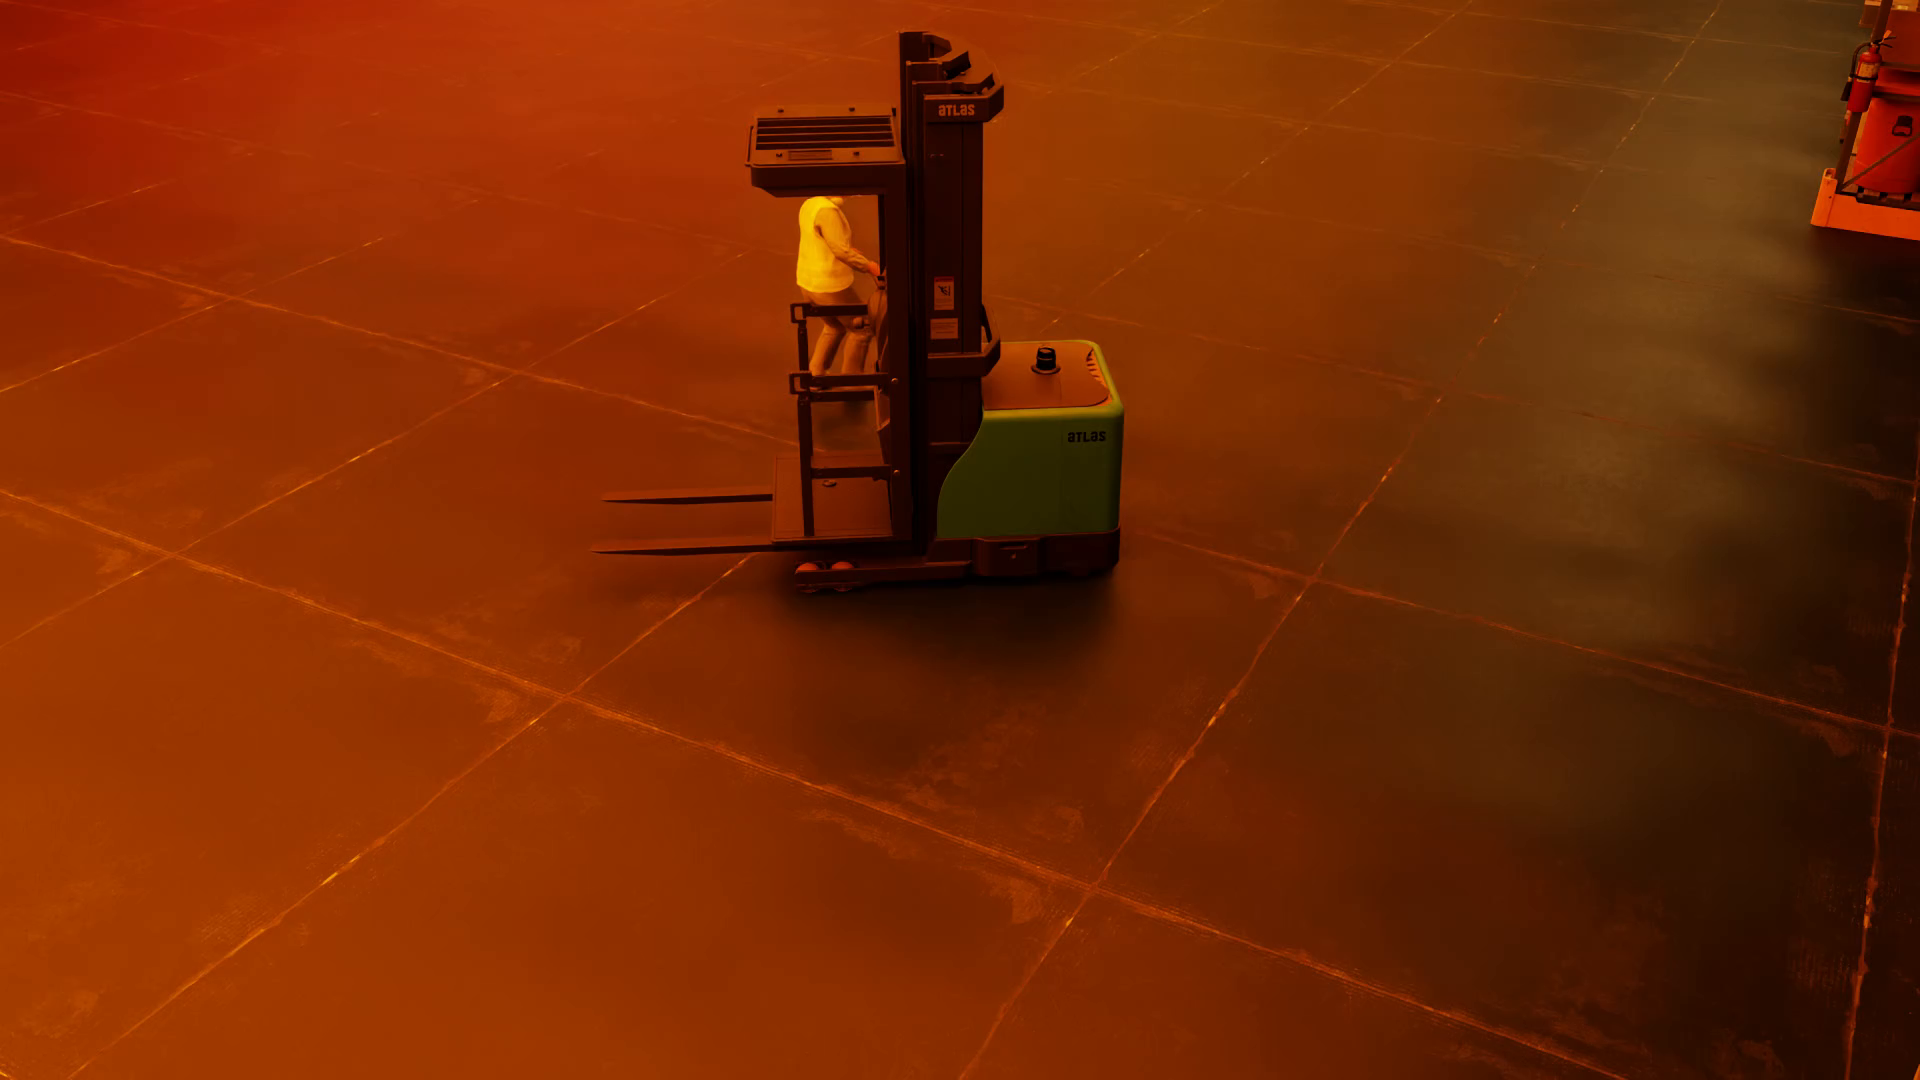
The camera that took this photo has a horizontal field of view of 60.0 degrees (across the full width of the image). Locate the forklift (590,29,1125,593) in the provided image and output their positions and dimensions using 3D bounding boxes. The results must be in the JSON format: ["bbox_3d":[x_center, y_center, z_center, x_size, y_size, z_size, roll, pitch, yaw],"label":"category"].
[{"bbox_3d":[-0.623,-1.244,9.226,3.031,2.935,1.130,-2,30,-4],"label":"forklift"}]

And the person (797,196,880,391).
[{"bbox_3d":[-0.831,-1.802,11.453,0.602,1.726,0.764,-16,34,-26],"label":"person"}]
